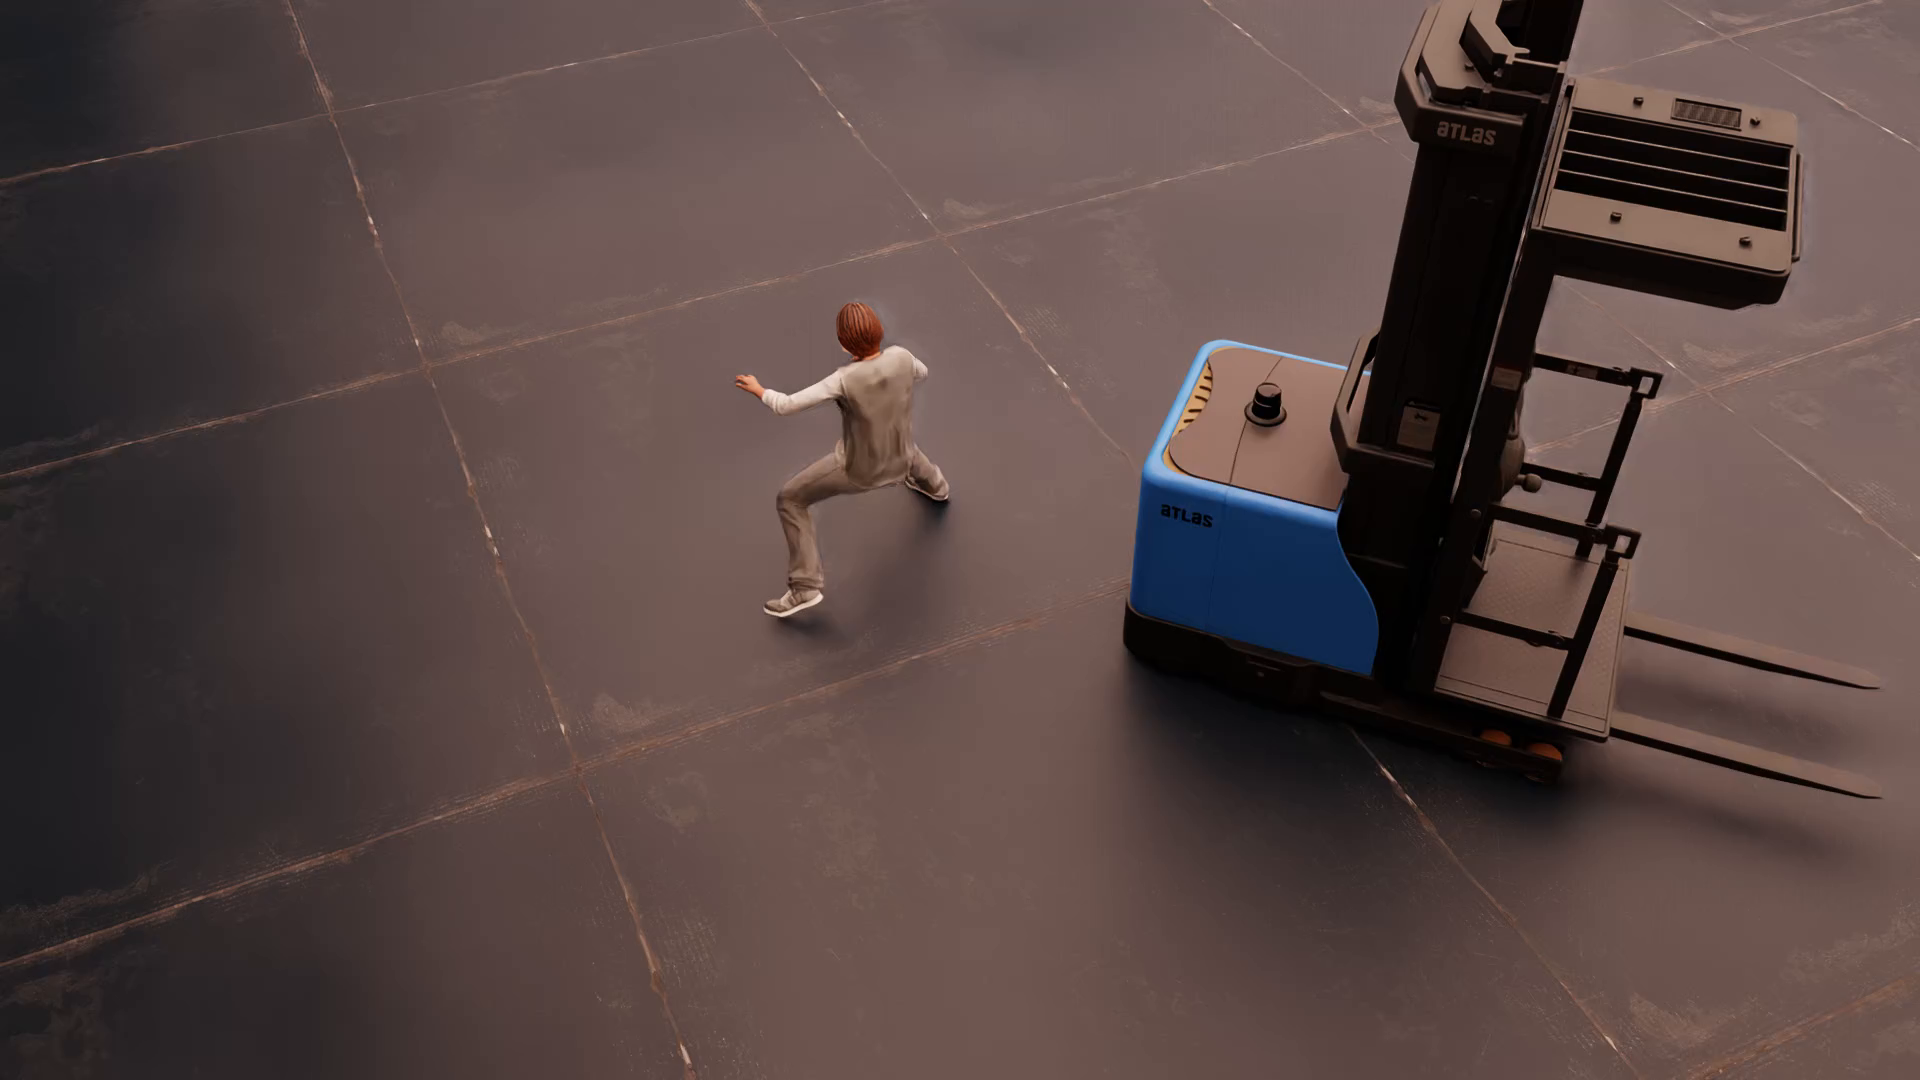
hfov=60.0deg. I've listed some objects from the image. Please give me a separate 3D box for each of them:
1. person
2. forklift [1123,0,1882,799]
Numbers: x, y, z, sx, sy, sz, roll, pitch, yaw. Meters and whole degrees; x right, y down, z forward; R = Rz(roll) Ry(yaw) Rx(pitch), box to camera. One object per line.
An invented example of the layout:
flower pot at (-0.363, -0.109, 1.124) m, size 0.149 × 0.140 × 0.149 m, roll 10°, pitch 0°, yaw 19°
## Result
person at (-0.490, -0.461, 7.313) m, size 1.141 × 1.377 × 0.630 m, roll -23°, pitch 48°, yaw -23°
forklift at (2.280, -0.500, 6.216) m, size 3.031 × 2.935 × 1.130 m, roll 15°, pitch 45°, yaw 15°
